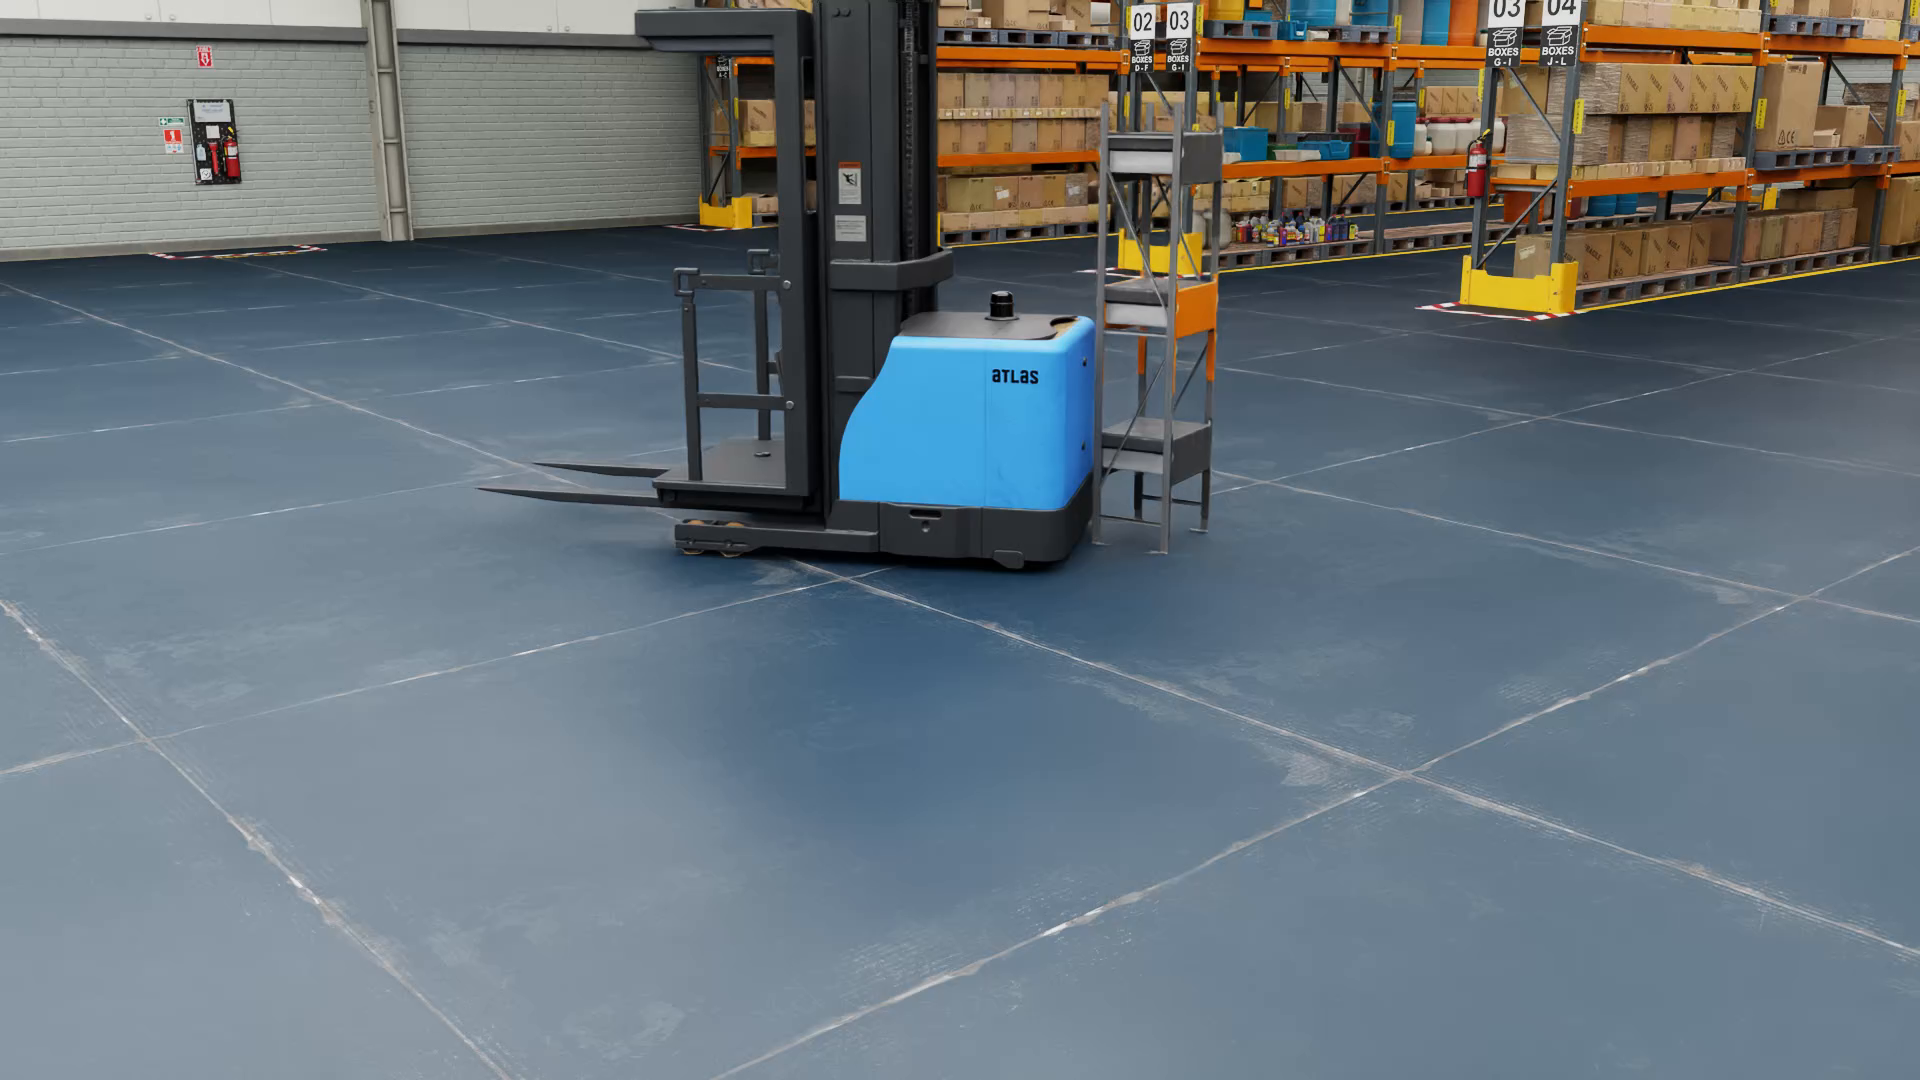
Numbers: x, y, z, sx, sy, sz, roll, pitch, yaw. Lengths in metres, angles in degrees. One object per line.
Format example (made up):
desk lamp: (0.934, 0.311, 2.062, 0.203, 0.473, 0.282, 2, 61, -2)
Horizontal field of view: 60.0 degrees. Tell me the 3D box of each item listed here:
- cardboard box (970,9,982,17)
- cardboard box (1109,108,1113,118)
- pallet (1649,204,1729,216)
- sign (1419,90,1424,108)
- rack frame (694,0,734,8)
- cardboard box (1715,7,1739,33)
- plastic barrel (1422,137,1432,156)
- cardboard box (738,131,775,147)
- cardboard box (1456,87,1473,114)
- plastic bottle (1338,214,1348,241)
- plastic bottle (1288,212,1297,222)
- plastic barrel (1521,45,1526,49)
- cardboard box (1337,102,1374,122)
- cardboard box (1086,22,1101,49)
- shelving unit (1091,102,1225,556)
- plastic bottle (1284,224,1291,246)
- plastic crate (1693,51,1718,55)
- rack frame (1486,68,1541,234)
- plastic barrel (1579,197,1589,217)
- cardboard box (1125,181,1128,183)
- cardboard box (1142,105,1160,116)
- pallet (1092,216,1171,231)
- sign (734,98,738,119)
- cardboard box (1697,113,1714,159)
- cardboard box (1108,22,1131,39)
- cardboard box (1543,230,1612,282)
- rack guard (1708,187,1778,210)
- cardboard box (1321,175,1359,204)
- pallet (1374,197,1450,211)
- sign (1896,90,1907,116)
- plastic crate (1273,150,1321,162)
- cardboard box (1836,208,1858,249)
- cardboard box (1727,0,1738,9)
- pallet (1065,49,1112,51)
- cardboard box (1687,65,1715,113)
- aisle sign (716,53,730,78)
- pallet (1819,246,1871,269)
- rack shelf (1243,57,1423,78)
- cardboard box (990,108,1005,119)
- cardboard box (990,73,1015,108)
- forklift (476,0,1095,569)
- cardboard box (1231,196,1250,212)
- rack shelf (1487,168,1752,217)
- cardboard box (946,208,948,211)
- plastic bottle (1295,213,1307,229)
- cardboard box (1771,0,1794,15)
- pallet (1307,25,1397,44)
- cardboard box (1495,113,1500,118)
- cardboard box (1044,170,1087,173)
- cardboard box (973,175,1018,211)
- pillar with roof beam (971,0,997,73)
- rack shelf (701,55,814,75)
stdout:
cardboard box: (0.349, -7.808, 24.943, 0.500, 0.311, 0.500, -10, 18, -33)
cardboard box: (2.187, -6.742, 26.227, 0.250, 0.149, 0.380, -13, 20, -39)
pallet: (12.985, -5.851, 29.746, 1.213, 0.211, 1.003, -13, 19, -39)
sign: (8.654, -8.275, 31.174, 0.005, 0.325, 0.100, -13, 19, -39)
rack frame: (-4.021, -9.653, 26.949, 0.127, 3.000, 1.000, -13, 19, -39)
cardboard box: (8.178, -5.701, 18.259, 0.500, 0.250, 0.500, -12, 19, -38)
plastic barrel: (6.599, -5.631, 23.785, 0.301, 0.262, 0.301, 0, 15, 0)
cardboard box: (-3.444, -6.712, 27.818, 0.500, 0.250, 0.500, -13, 20, -41)
cardboard box: (9.604, -8.554, 32.331, 0.500, 0.500, 0.500, -13, 20, -41)
plastic bottle: (5.204, -4.271, 22.706, 0.185, 0.351, 0.144, -13, 20, -41)
plastic bottle: (4.619, -4.380, 23.115, 0.185, 0.351, 0.144, -12, 19, -38)
plastic barrel: (8.365, -7.503, 25.016, 0.294, 0.245, 0.294, 0, 15, 0)
cardboard box: (7.305, -7.909, 31.039, 0.500, 0.500, 0.700, -9, 17, -31)
cardboard box: (2.336, -9.911, 32.684, 0.700, 0.500, 0.500, 14, 21, 43)
shelving unit: (0.948, -1.020, 8.001, 0.431, 2.100, 0.503, 9, 17, 30)
plastic bottle: (4.314, -4.024, 21.938, 0.097, 0.271, 0.097, 0, 15, 0)
plastic crate: (12.652, -8.401, 28.331, 0.590, 0.269, 0.497, -13, 19, -39)
rack frame: (8.518, -6.181, 25.576, 0.127, 3.000, 1.000, -13, 19, -39)
plastic barrel: (10.095, -5.572, 27.306, 0.421, 0.512, 0.421, 0, 15, 0)
cardboard box: (2.757, -5.827, 27.681, 0.500, 0.311, 0.500, -12, 19, -38)
cardboard box: (3.713, -8.604, 33.840, 0.500, 0.500, 0.500, -12, 19, -38)
pallet: (2.782, -5.253, 27.508, 1.213, 0.211, 1.003, -13, 19, -39)
sign: (-3.664, -7.067, 27.216, 0.005, 0.325, 0.100, -13, 19, -39)
cardboard box: (7.971, -4.589, 18.847, 0.500, 0.500, 0.875, -13, 19, -39)
cardboard box: (2.723, -8.150, 26.614, 0.500, 0.250, 0.500, -10, 18, -34)
cardboard box: (6.645, -3.067, 17.949, 0.500, 0.500, 0.500, -7, 17, -25)
rack guard: (14.562, -6.335, 30.997, 0.348, 0.500, 1.175, -13, 19, -39)
cardboard box: (6.963, -6.435, 30.521, 0.500, 0.500, 0.500, -14, 20, -41)
pallet: (8.805, -6.592, 32.521, 1.213, 0.211, 1.003, -13, 19, -39)
sign: (12.132, -5.634, 21.438, 0.005, 0.325, 0.100, -13, 19, -39)
plastic crate: (4.442, -5.051, 21.859, 0.437, 0.136, 0.530, -13, 19, -39)
cardboard box: (11.277, -4.104, 21.793, 0.500, 0.500, 0.700, -14, 20, -42)
cardboard box: (8.302, -5.910, 18.269, 0.250, 0.149, 0.380, -14, 20, -42)
pallet: (2.465, -9.587, 32.881, 1.003, 0.211, 1.213, -12, 19, -37)
cardboard box: (7.839, -4.915, 18.129, 0.500, 0.500, 0.500, -13, 19, -39)
aisle sign: (-3.878, -7.940, 27.124, 0.004, 0.787, 0.394, -13, 19, -39)
pallet: (11.179, -3.737, 21.832, 1.213, 0.211, 1.003, -13, 19, -39)
rack shelf: (6.778, -8.586, 30.163, 4.000, 0.370, 1.077, -13, 19, -39)
cardboard box: (0.449, -6.352, 24.767, 0.250, 0.149, 0.380, -14, 20, -41)
cardboard box: (0.407, -6.727, 24.913, 0.500, 0.500, 0.700, -13, 19, -39)
forklift: (-0.890, -1.460, 8.038, 3.031, 2.935, 1.130, 3, 15, 12)
cardboard box: (4.646, -5.796, 28.649, 0.500, 0.250, 0.500, -13, 20, -40)
rack shelf: (7.243, -3.852, 18.254, 4.000, 0.370, 1.077, -13, 19, -39)
cardboard box: (-0.186, -4.900, 25.297, 0.500, 0.250, 0.500, -13, 19, -39)
plastic bottle: (4.714, -4.352, 23.010, 0.185, 0.351, 0.144, -13, 19, -39)
cardboard box: (9.171, -6.301, 19.201, 0.637, 0.503, 0.797, -14, 20, -42)
pallet: (5.020, -6.720, 22.148, 1.003, 0.211, 1.213, -13, 19, -39)
cardboard box: (10.376, -8.248, 33.123, 0.500, 0.500, 0.500, -12, 19, -39)
cardboard box: (1.696, -5.687, 26.790, 0.500, 0.500, 0.500, -13, 19, -39)
cardboard box: (0.529, -5.247, 25.142, 0.500, 0.500, 0.500, -13, 19, -39)
pillar with roof beam: (3.292, -10.118, 28.691, 0.400, 9.000, 9.100, -13, 19, -39)
rack shelf: (-2.512, -8.195, 28.698, 4.000, 0.370, 1.077, -13, 19, -39)
